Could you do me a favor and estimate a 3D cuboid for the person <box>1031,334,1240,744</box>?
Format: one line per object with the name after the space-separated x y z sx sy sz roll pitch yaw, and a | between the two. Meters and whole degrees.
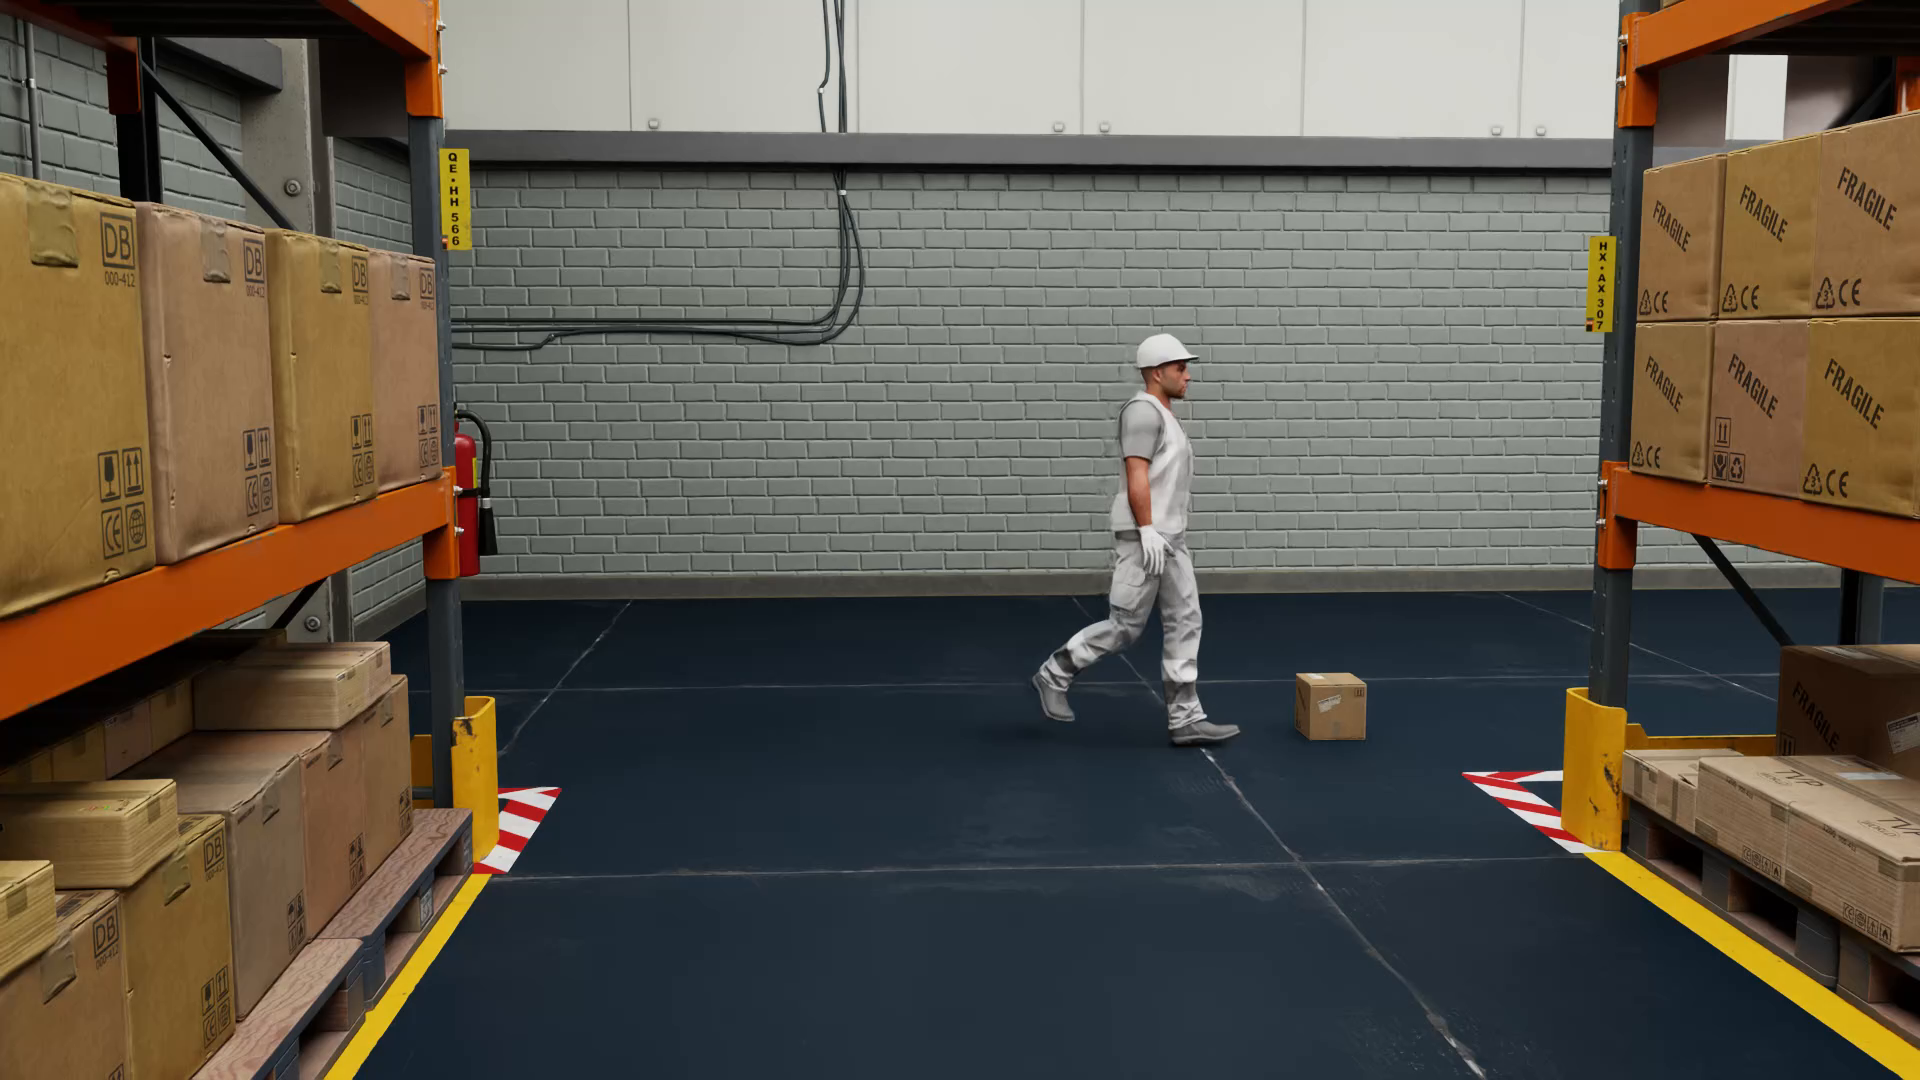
0.775 -0.007 7.245 0.919 1.767 0.620 3 7 22 | person
